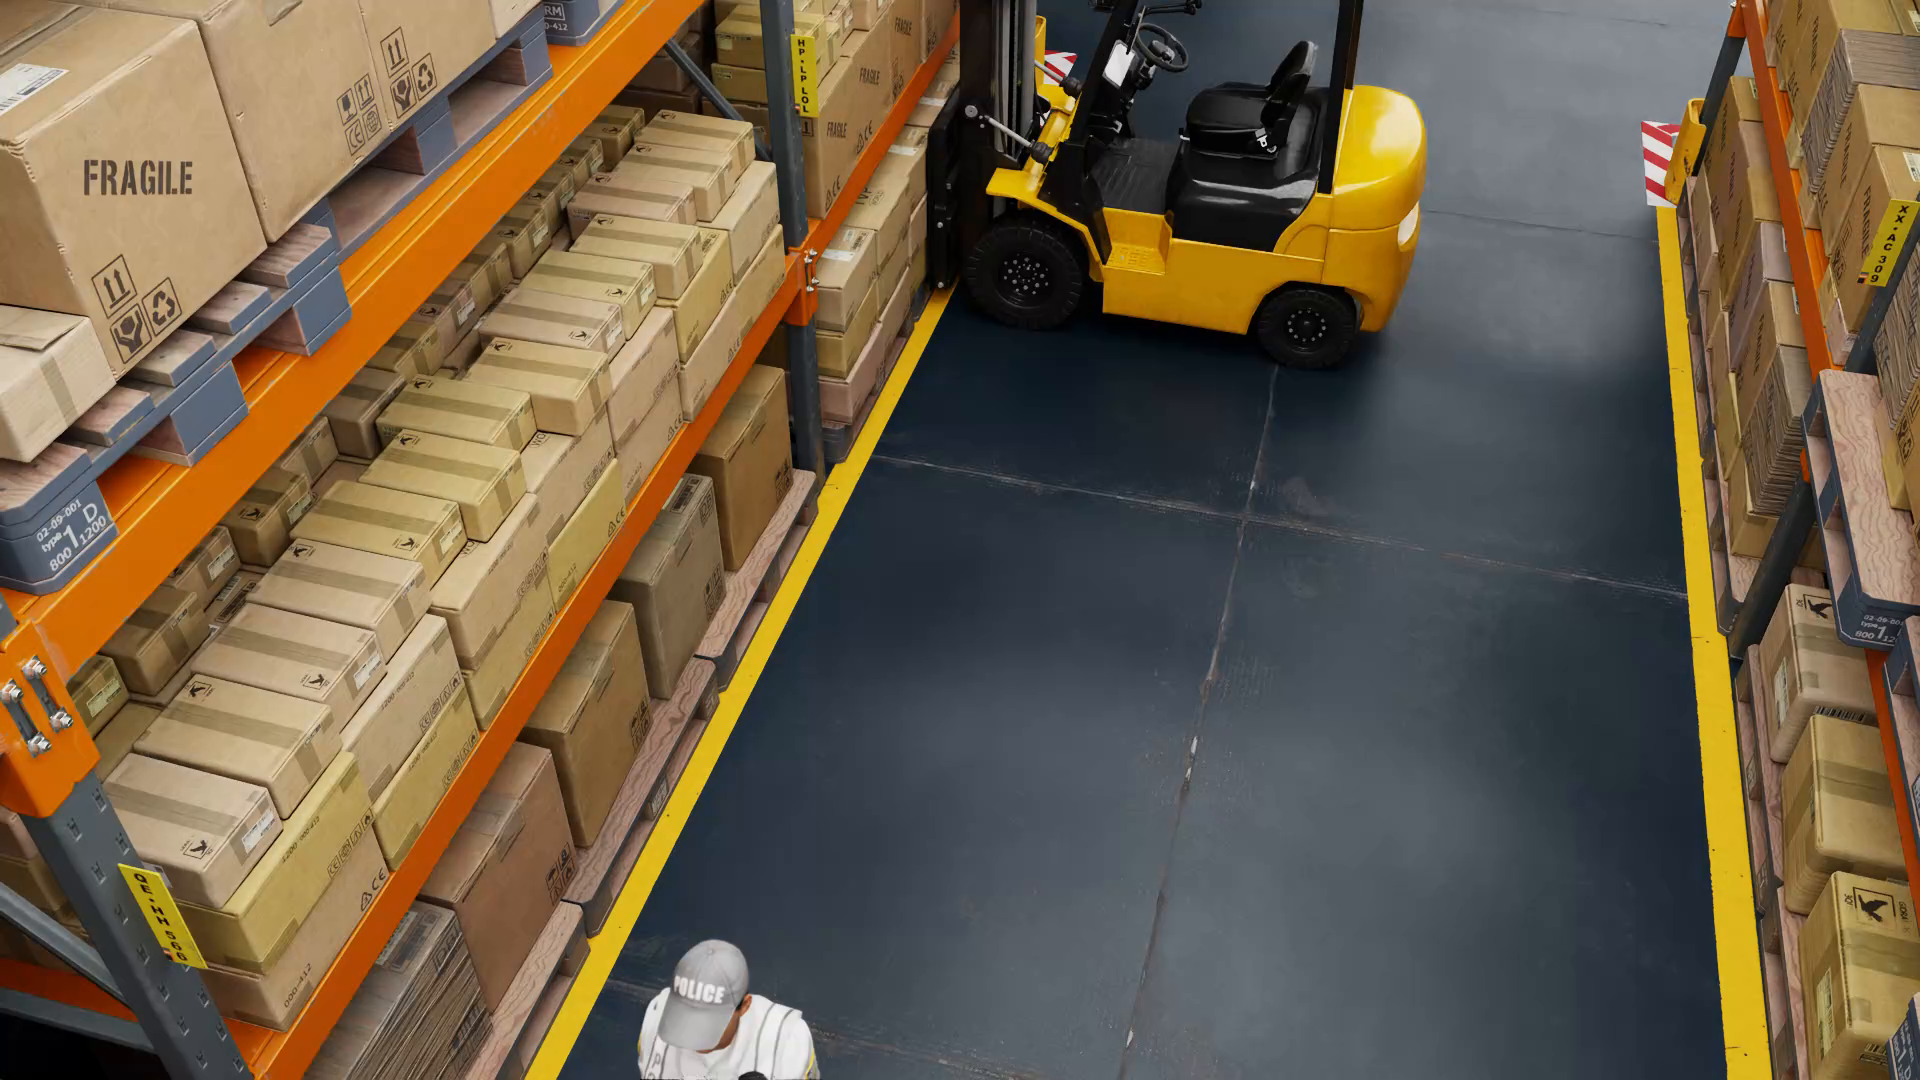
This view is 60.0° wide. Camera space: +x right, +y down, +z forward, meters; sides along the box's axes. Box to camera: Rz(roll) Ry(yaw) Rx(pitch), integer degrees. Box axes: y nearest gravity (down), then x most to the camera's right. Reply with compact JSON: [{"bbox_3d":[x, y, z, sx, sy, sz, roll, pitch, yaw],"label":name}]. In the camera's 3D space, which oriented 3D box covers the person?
[{"bbox_3d":[-0.597,1.597,4.338,0.483,1.668,0.395,6,42,6],"label":"person"}]
